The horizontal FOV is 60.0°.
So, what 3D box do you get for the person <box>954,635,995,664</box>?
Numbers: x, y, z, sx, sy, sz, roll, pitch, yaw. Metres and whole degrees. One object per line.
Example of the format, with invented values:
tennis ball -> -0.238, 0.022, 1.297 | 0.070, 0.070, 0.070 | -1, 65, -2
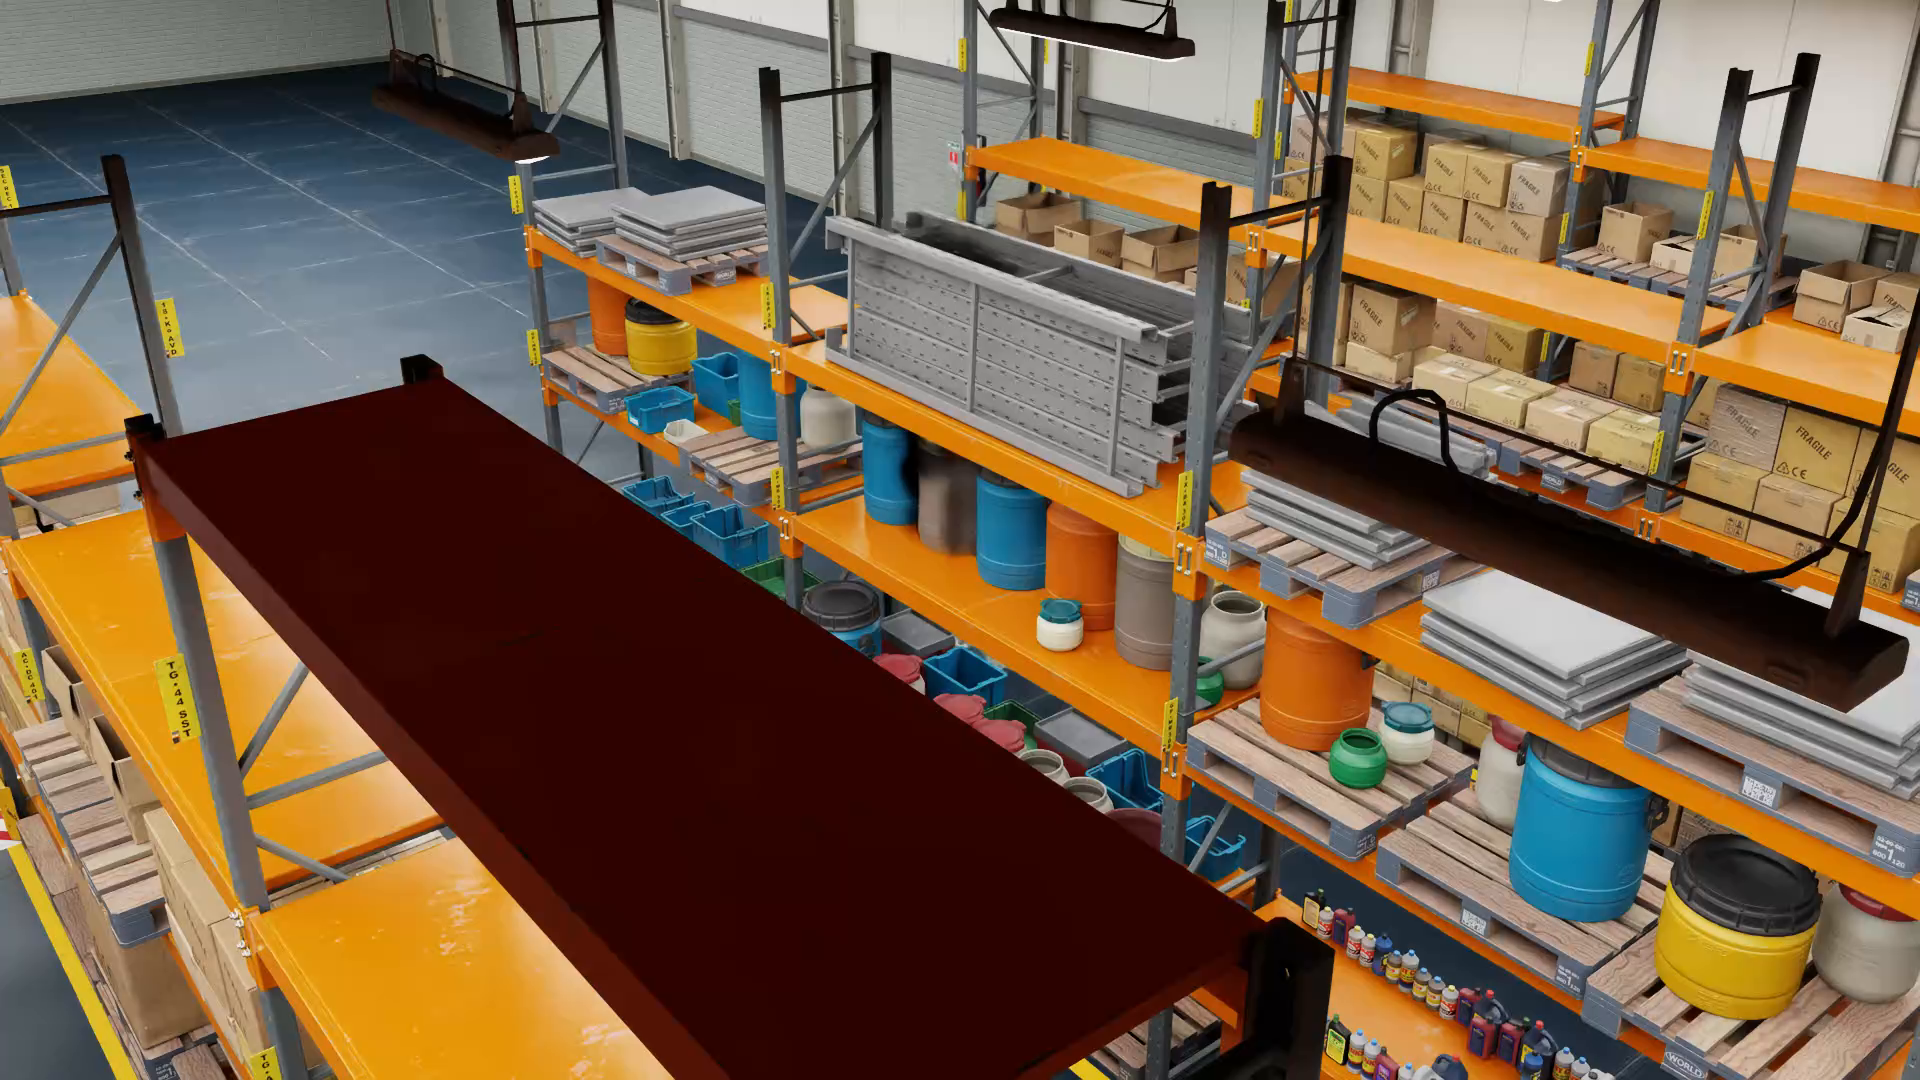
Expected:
person -> 0.107, 0.329, 15.012 | 0.575, 1.670, 0.848 | -22, 34, -38
